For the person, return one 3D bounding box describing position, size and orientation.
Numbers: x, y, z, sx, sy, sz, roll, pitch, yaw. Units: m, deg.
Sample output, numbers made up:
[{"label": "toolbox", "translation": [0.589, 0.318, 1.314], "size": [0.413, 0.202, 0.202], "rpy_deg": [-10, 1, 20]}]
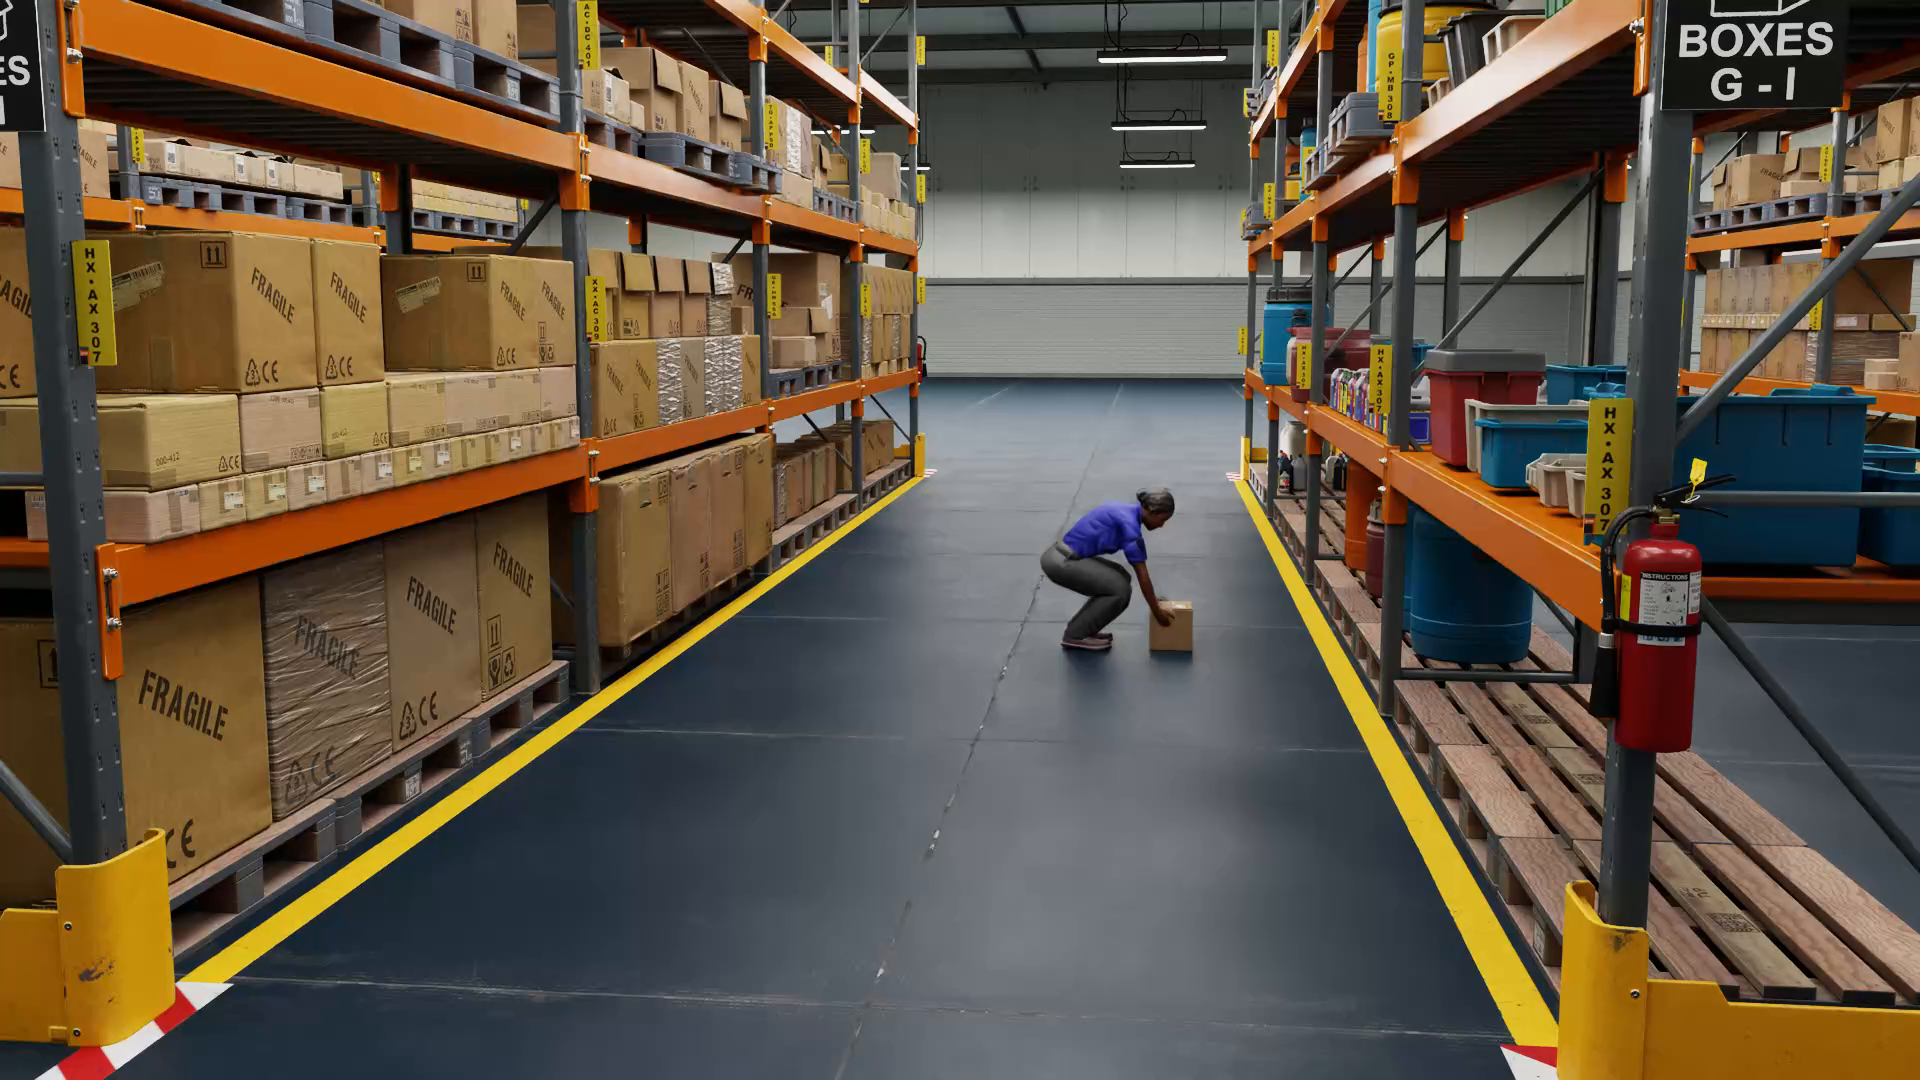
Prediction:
[{"label": "person", "translation": [0.877, 0.166, 9.833], "size": [0.801, 0.929, 0.483], "rpy_deg": [1, 8, 6]}]
